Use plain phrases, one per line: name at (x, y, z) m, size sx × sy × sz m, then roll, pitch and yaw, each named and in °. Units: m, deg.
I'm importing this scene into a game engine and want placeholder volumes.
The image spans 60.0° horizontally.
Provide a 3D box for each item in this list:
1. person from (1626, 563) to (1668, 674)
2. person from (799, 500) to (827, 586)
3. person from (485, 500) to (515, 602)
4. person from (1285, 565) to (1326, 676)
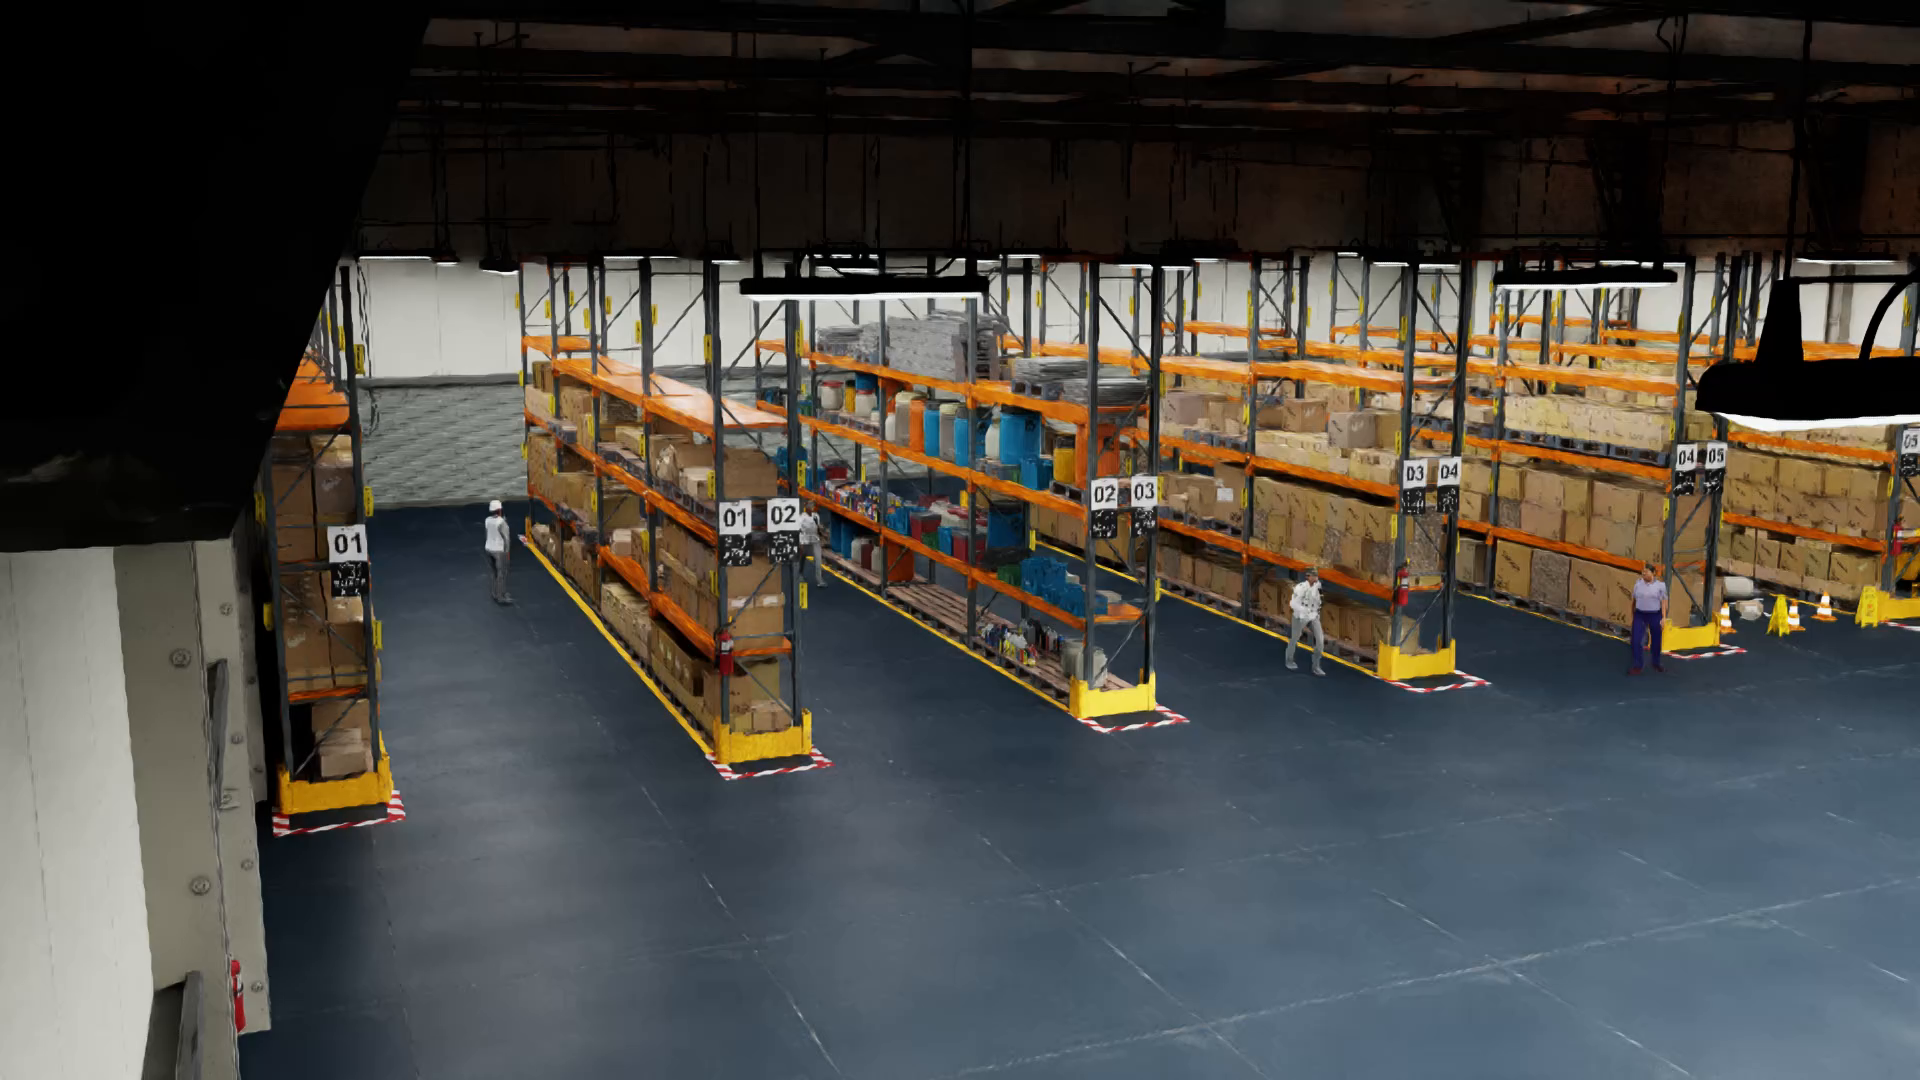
person at (10.089, 1.138, 24.320) m, size 0.544 × 1.641 × 0.558 m, roll 6°, pitch 12°, yaw 32°
person at (-2.760, 0.028, 30.374) m, size 0.456 × 1.589 × 1.088 m, roll -4°, pitch 11°, yaw -19°
person at (-8.033, 0.178, 29.062) m, size 0.586 × 1.780 × 0.448 m, roll 8°, pitch 13°, yaw 37°
person at (5.078, 1.134, 24.340) m, size 0.636 × 1.621 × 0.814 m, roll -3°, pitch 11°, yaw -17°
